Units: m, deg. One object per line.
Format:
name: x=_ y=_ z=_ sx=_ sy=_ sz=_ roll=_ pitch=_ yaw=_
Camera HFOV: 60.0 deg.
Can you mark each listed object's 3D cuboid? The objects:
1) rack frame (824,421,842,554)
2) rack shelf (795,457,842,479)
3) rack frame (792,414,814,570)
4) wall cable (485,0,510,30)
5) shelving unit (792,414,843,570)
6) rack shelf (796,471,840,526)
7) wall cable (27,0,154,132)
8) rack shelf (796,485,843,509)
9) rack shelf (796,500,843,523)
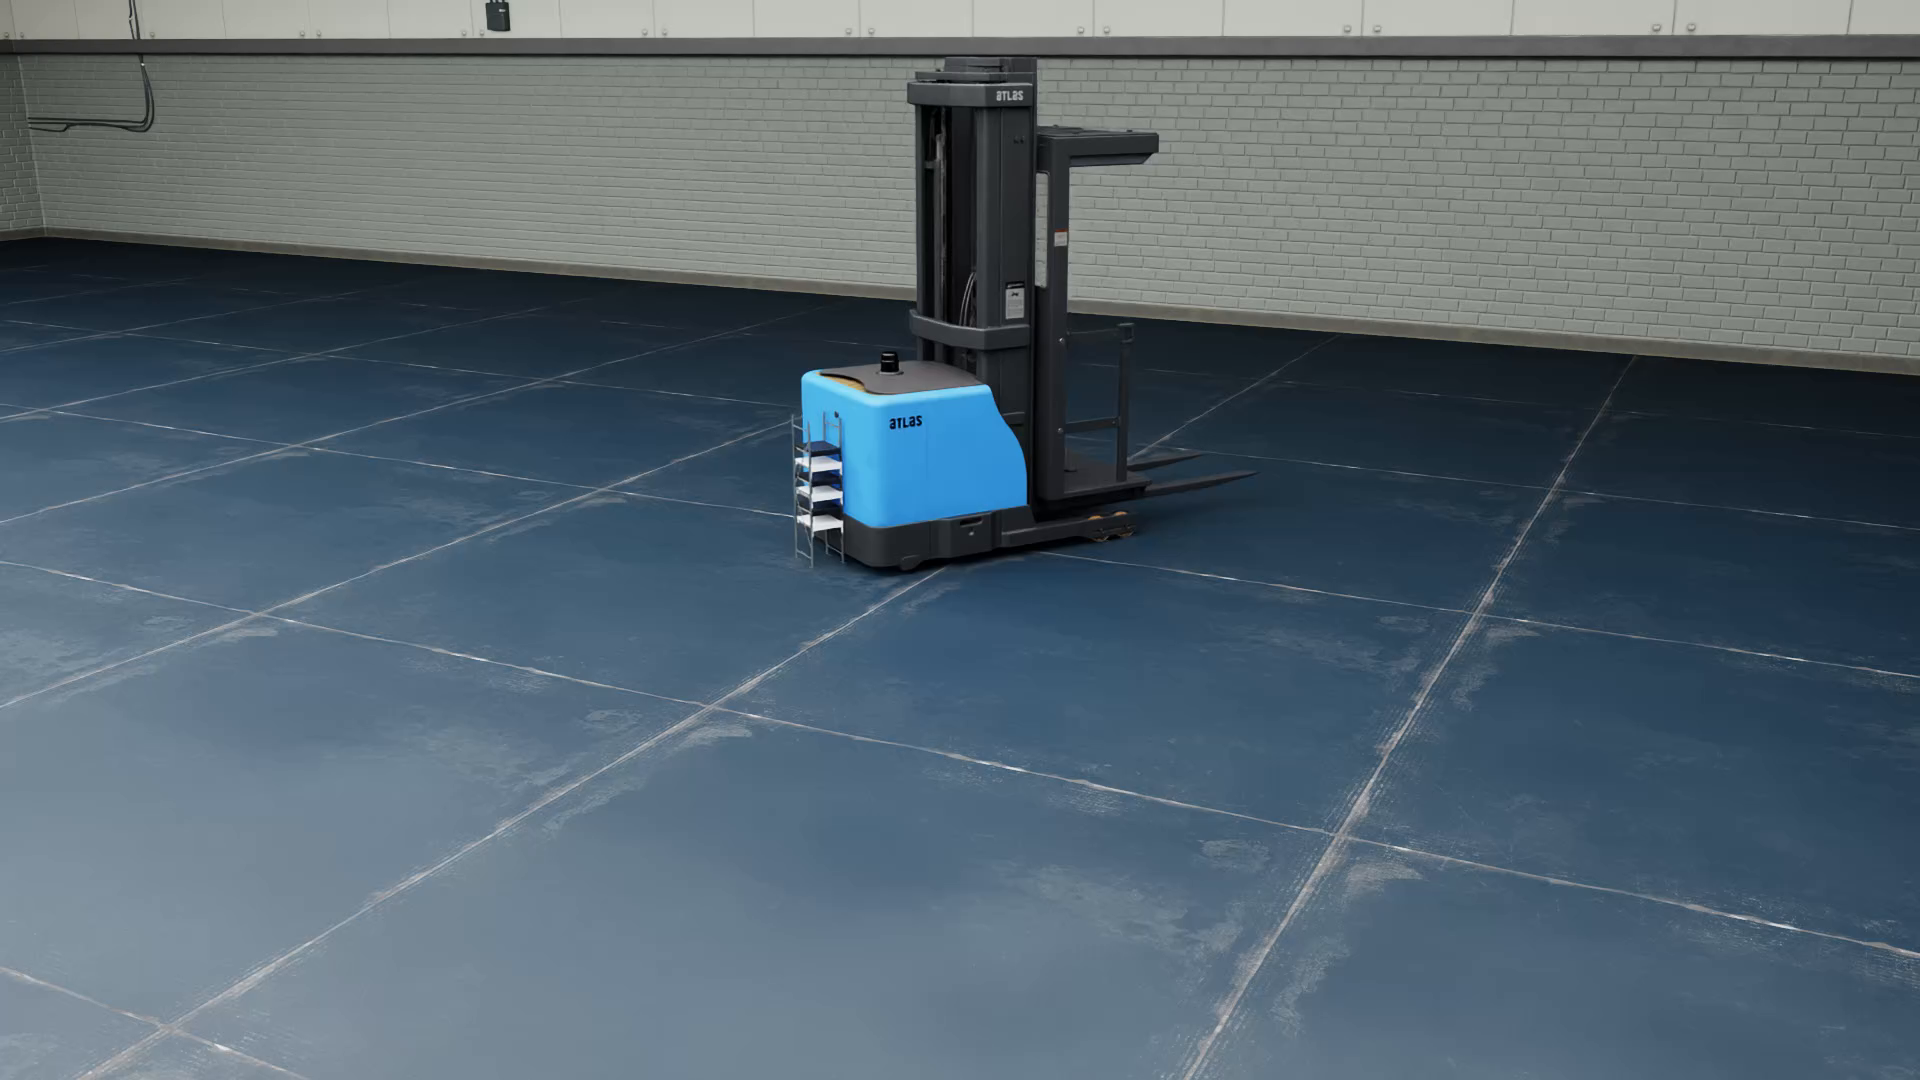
rack frame: x=-0.762 y=-0.314 z=9.999 sx=0.003 sy=0.785 sz=0.228 roll=-9 pitch=19 yaw=-29
rack shelf: x=-0.849 y=-0.439 z=9.908 sx=0.200 sy=0.077 sz=0.258 roll=-9 pitch=19 yaw=-29
rack frame: x=-0.937 y=-0.284 z=9.901 sx=0.006 sy=0.900 sz=0.240 roll=-9 pitch=19 yaw=-29
wall cable: x=-5.249 y=-9.530 z=20.833 sx=2.305 sy=6.003 sz=0.169 roll=8 pitch=18 yaw=25
shelving unit: x=-0.850 y=-0.299 z=9.949 sx=0.208 sy=0.900 sz=0.258 roll=-9 pitch=19 yaw=-29
rack shelf: x=-0.849 y=-0.250 z=9.964 sx=0.190 sy=0.281 sz=0.221 roll=-9 pitch=19 yaw=-29
wall cable: x=-13.735 y=-7.623 z=25.839 sx=3.097 sy=2.526 sz=0.112 roll=8 pitch=18 yaw=25
rack shelf: x=-0.849 y=-0.267 z=9.959 sx=0.200 sy=0.077 sz=0.258 roll=-9 pitch=19 yaw=-29
rack shelf: x=-0.849 y=-0.181 z=9.985 sx=0.200 sy=0.077 sz=0.258 roll=-9 pitch=19 yaw=-29
